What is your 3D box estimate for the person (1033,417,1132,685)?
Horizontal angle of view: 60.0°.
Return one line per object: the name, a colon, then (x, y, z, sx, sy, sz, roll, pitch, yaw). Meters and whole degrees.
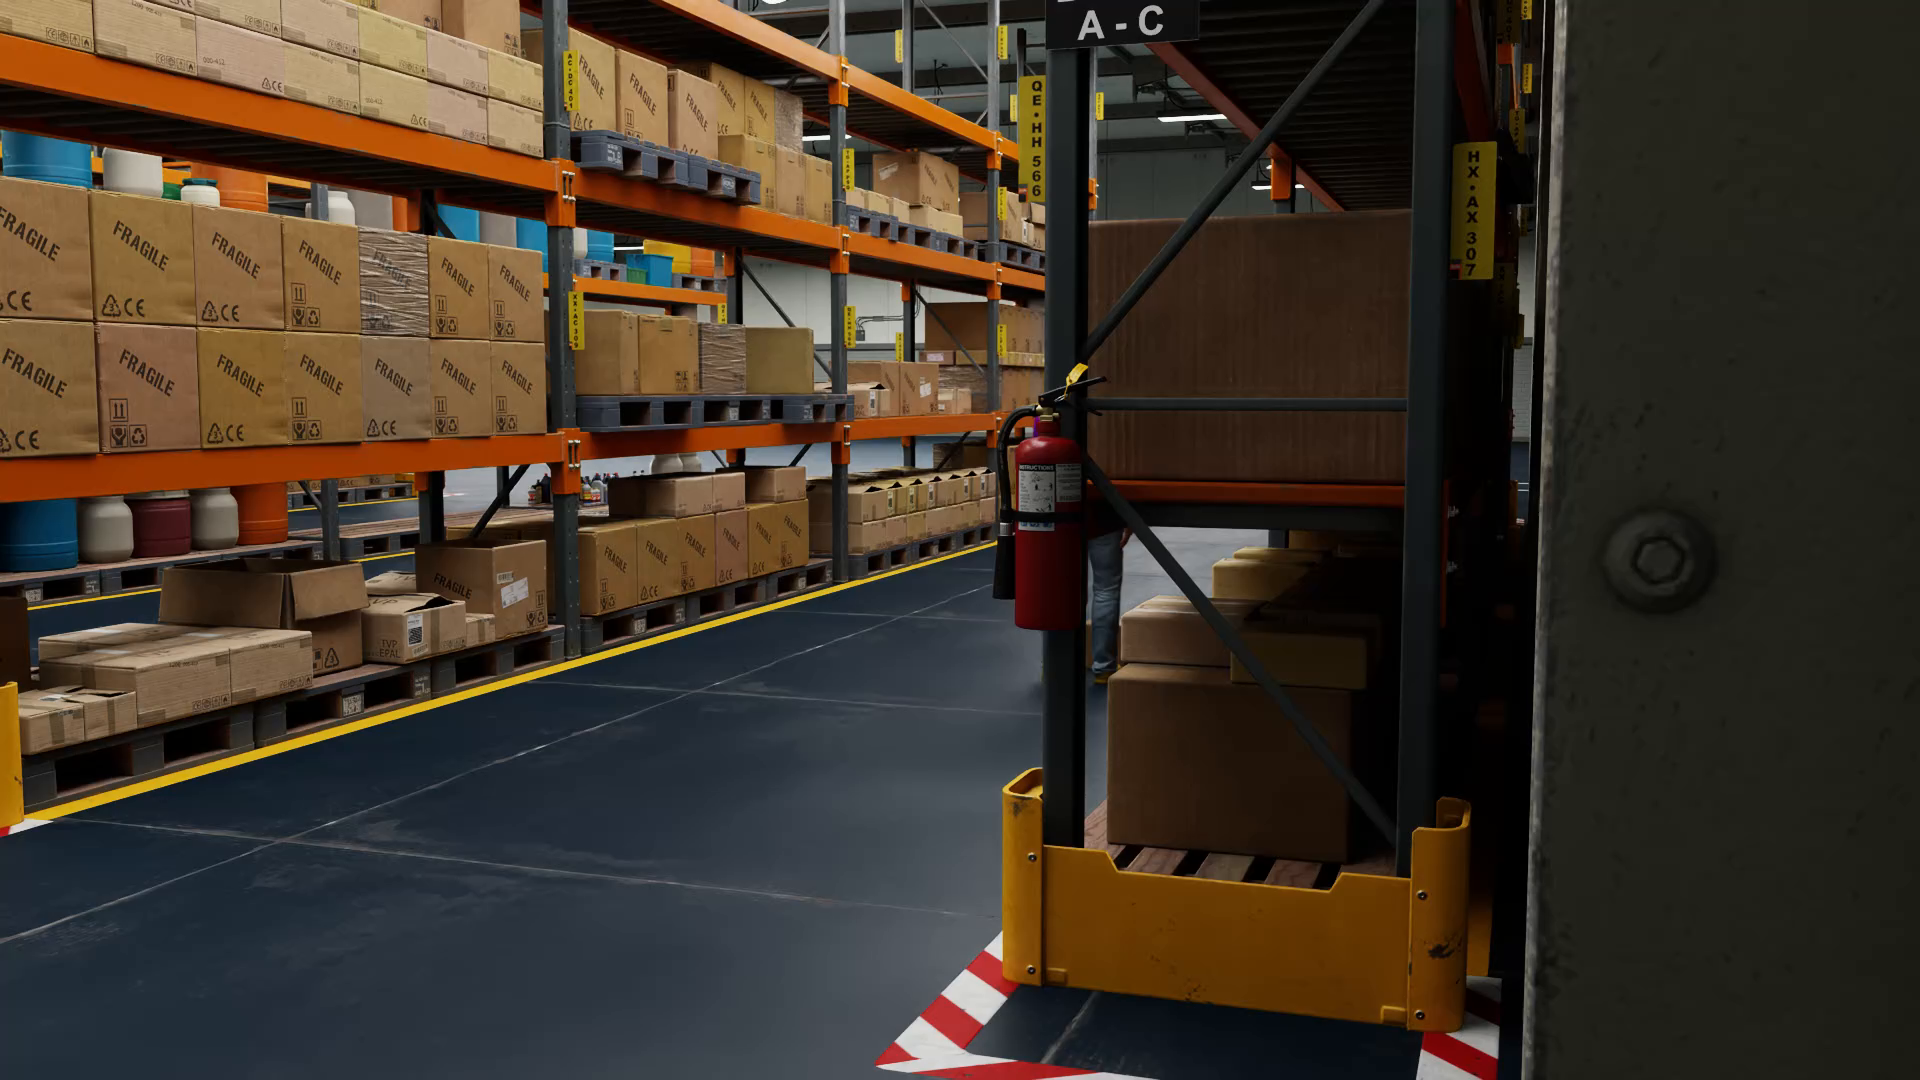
person: (0.663, -0.103, 8.801, 0.563, 1.811, 0.378, 2, 6, 20)
